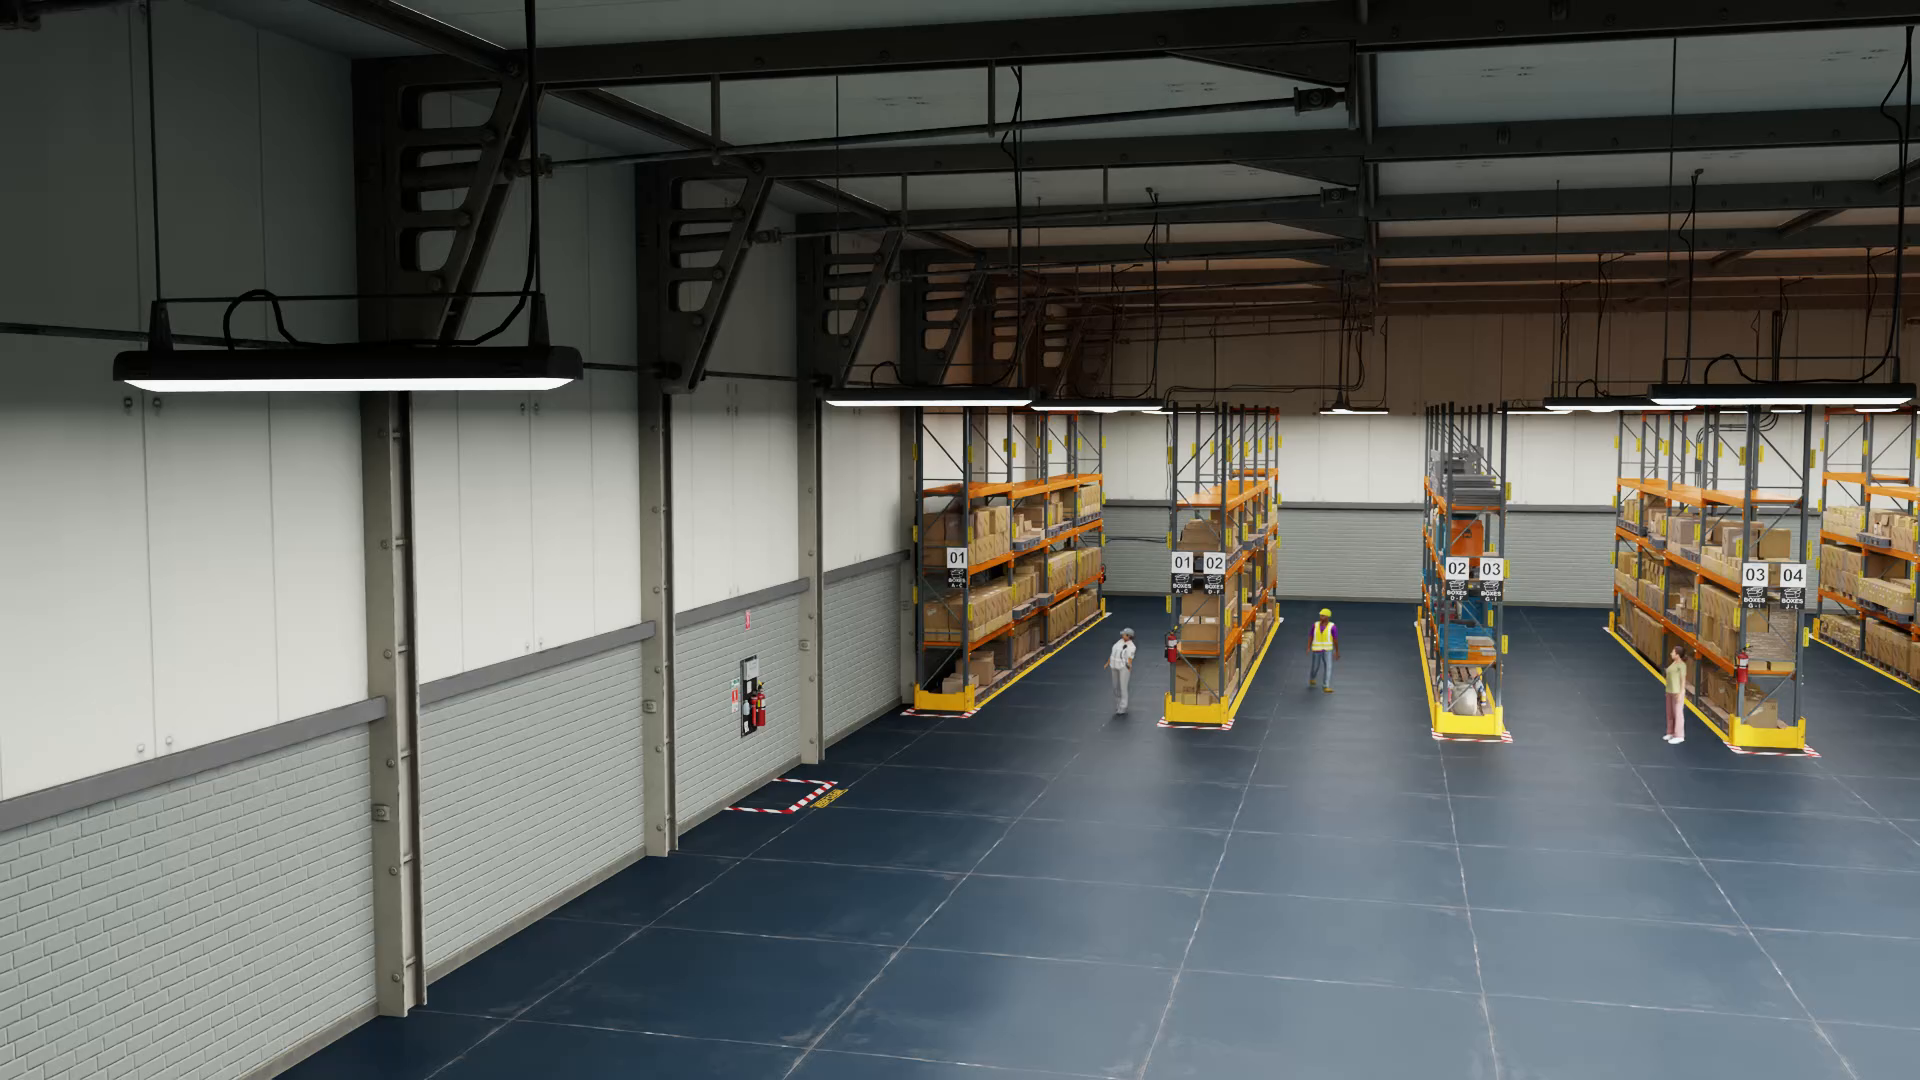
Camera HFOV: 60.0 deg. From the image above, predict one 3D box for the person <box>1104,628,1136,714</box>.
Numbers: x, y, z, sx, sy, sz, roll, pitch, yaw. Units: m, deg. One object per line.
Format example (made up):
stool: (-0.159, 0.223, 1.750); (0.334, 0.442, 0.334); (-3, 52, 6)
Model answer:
person: (3.069, 2.526, 32.390); (0.628, 1.618, 0.666); (4, 6, 44)

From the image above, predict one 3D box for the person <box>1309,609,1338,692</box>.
person: (7.598, 2.296, 34.747); (0.567, 1.725, 0.955); (0, 4, 0)

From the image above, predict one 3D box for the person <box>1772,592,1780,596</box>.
person: (21.315, 1.644, 43.604); (0.491, 1.578, 0.785); (2, 5, 20)

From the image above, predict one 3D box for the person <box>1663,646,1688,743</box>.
person: (12.631, 2.720, 29.382); (0.402, 1.692, 0.459); (-1, 4, -13)
